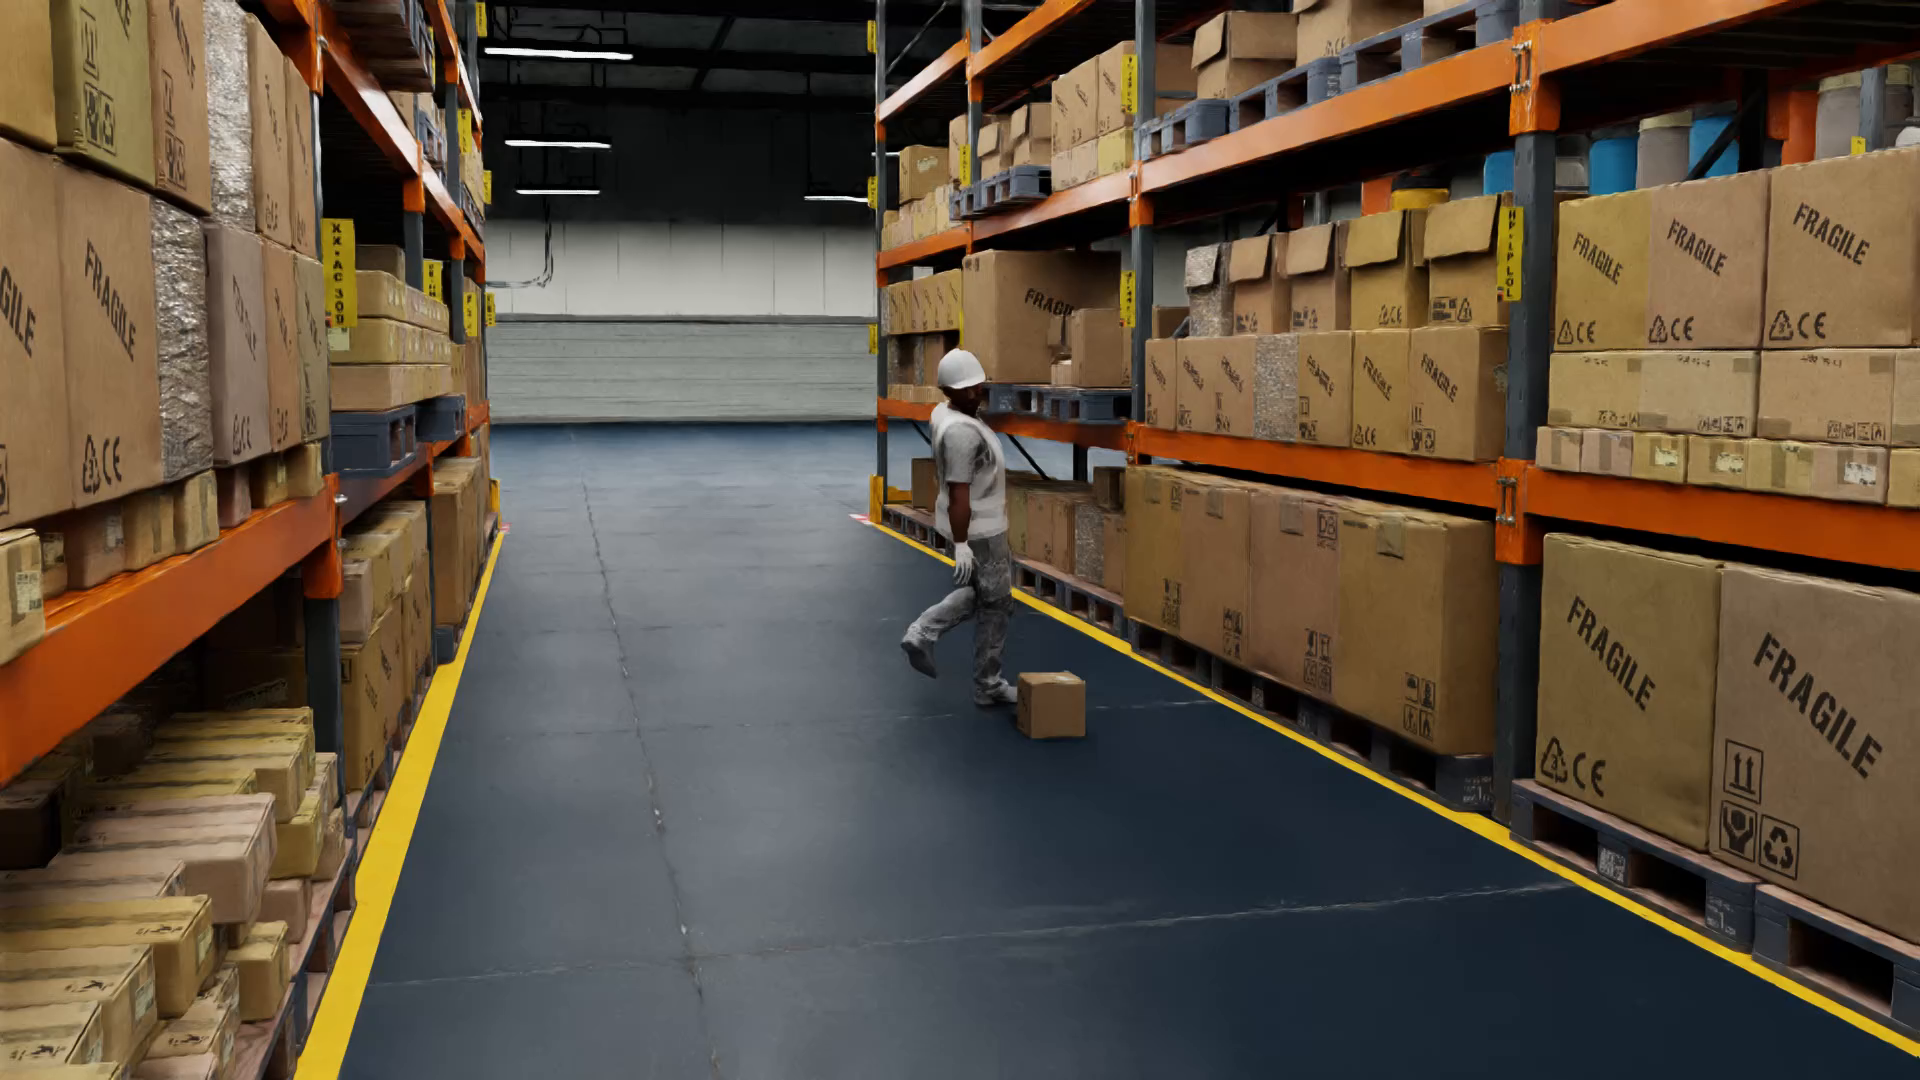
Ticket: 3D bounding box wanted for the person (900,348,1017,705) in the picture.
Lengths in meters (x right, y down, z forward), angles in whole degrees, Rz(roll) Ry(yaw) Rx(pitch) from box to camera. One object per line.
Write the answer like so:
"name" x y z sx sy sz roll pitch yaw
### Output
"person" 0.076 -0.038 7.921 0.664 1.736 0.621 -1 6 -13
